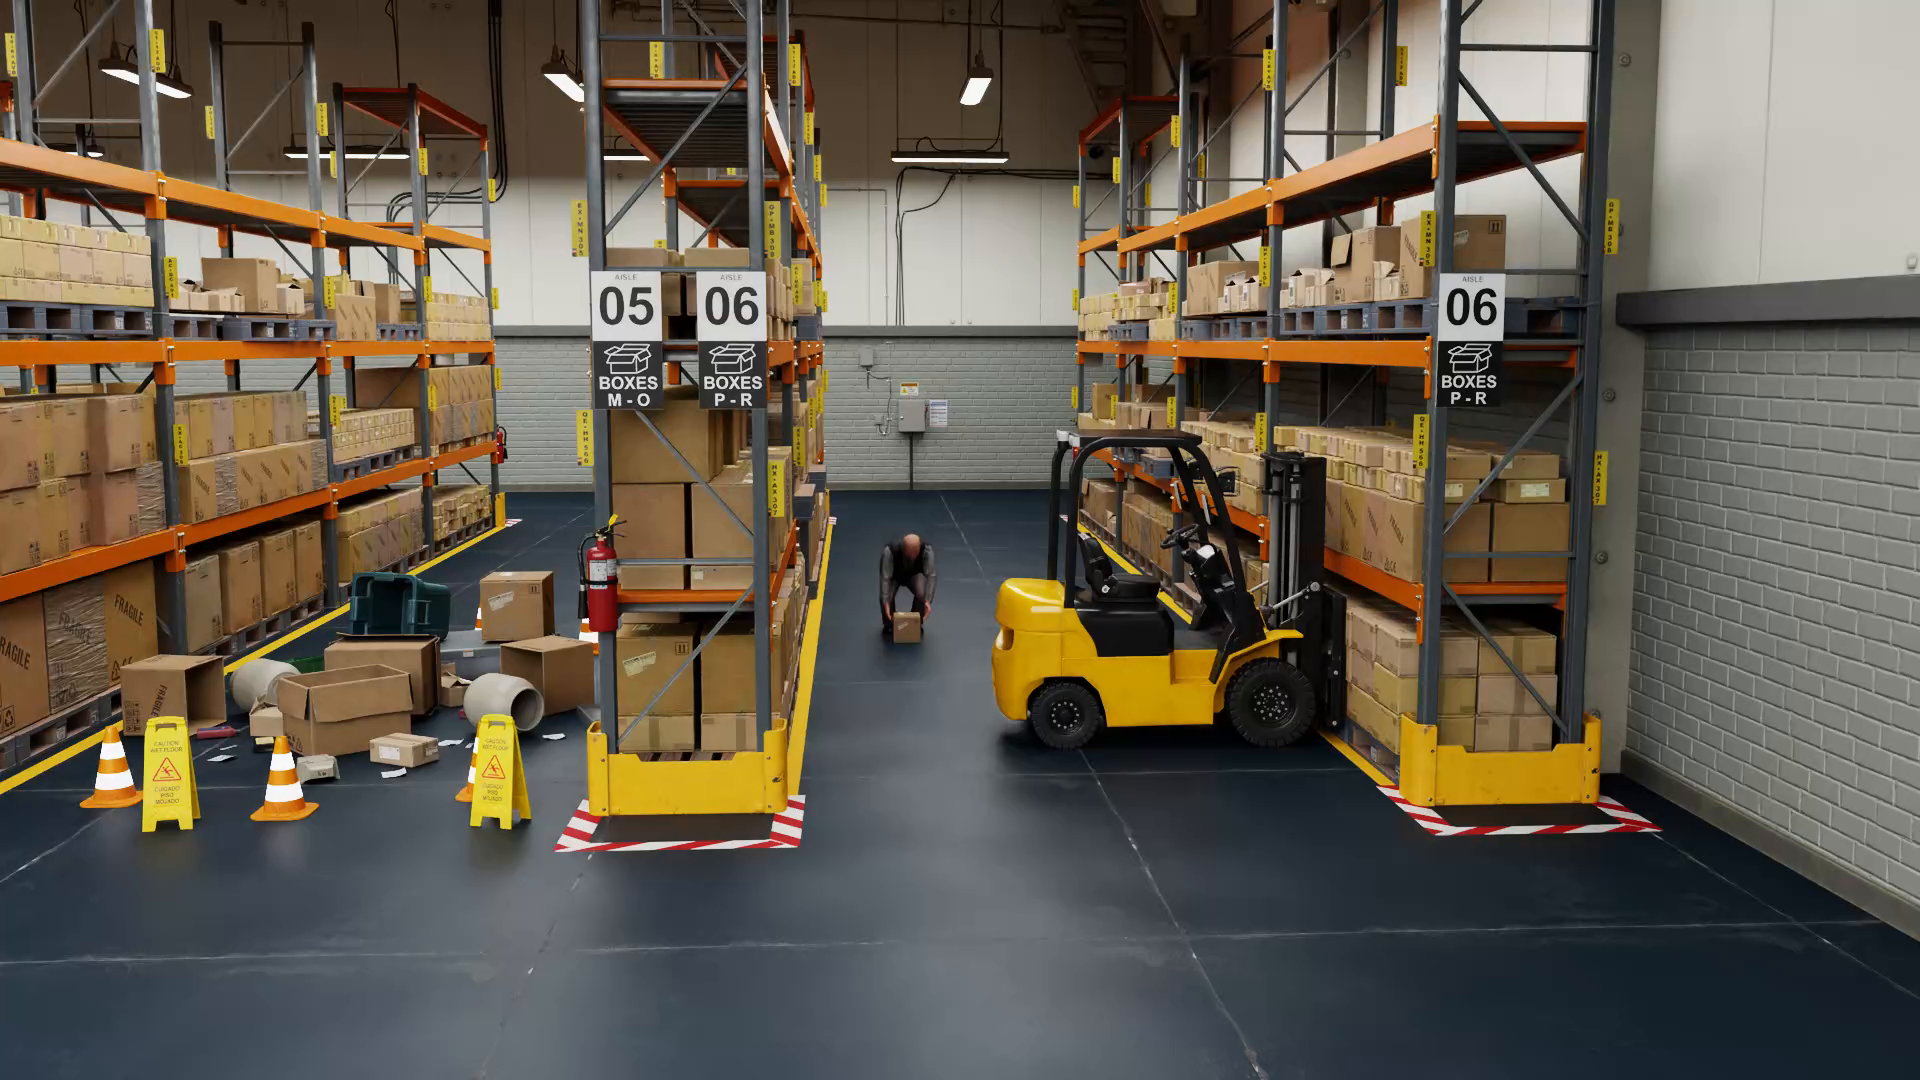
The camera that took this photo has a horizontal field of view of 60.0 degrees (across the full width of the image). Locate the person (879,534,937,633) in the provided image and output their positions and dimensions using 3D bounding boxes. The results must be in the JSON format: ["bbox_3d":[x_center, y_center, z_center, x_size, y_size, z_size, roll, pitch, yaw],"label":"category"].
[{"bbox_3d":[-0.507,0.404,15.992,0.552,1.008,0.856,0,7,-4],"label":"person"}]
